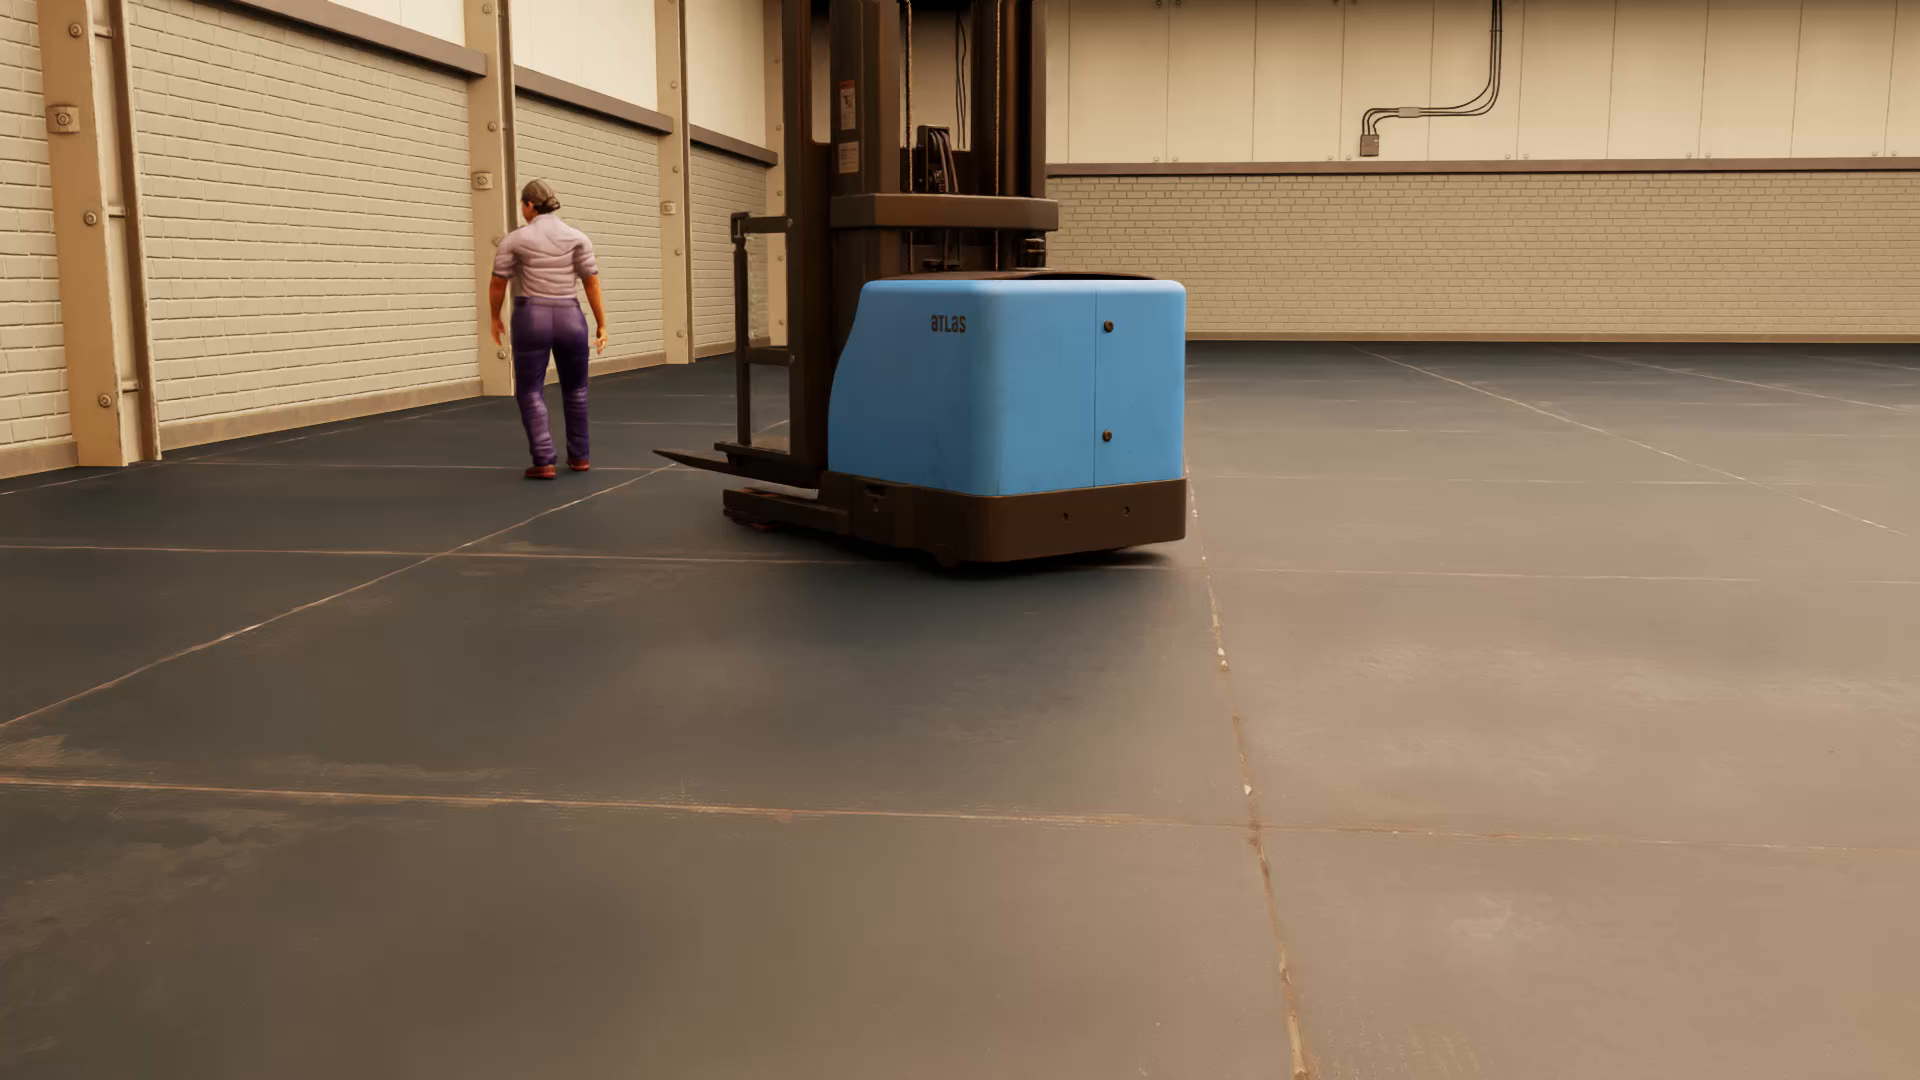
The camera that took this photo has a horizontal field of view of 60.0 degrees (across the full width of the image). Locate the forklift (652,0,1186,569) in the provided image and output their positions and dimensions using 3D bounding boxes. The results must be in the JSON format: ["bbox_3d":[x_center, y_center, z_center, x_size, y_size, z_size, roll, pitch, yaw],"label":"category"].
[{"bbox_3d":[-0.393,-1.525,7.221,1.130,2.935,3.031,-7,11,-36],"label":"forklift"}]

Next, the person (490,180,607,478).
[{"bbox_3d":[-2.291,-1.170,9.233,0.601,1.615,0.662,-4,10,-25],"label":"person"}]
